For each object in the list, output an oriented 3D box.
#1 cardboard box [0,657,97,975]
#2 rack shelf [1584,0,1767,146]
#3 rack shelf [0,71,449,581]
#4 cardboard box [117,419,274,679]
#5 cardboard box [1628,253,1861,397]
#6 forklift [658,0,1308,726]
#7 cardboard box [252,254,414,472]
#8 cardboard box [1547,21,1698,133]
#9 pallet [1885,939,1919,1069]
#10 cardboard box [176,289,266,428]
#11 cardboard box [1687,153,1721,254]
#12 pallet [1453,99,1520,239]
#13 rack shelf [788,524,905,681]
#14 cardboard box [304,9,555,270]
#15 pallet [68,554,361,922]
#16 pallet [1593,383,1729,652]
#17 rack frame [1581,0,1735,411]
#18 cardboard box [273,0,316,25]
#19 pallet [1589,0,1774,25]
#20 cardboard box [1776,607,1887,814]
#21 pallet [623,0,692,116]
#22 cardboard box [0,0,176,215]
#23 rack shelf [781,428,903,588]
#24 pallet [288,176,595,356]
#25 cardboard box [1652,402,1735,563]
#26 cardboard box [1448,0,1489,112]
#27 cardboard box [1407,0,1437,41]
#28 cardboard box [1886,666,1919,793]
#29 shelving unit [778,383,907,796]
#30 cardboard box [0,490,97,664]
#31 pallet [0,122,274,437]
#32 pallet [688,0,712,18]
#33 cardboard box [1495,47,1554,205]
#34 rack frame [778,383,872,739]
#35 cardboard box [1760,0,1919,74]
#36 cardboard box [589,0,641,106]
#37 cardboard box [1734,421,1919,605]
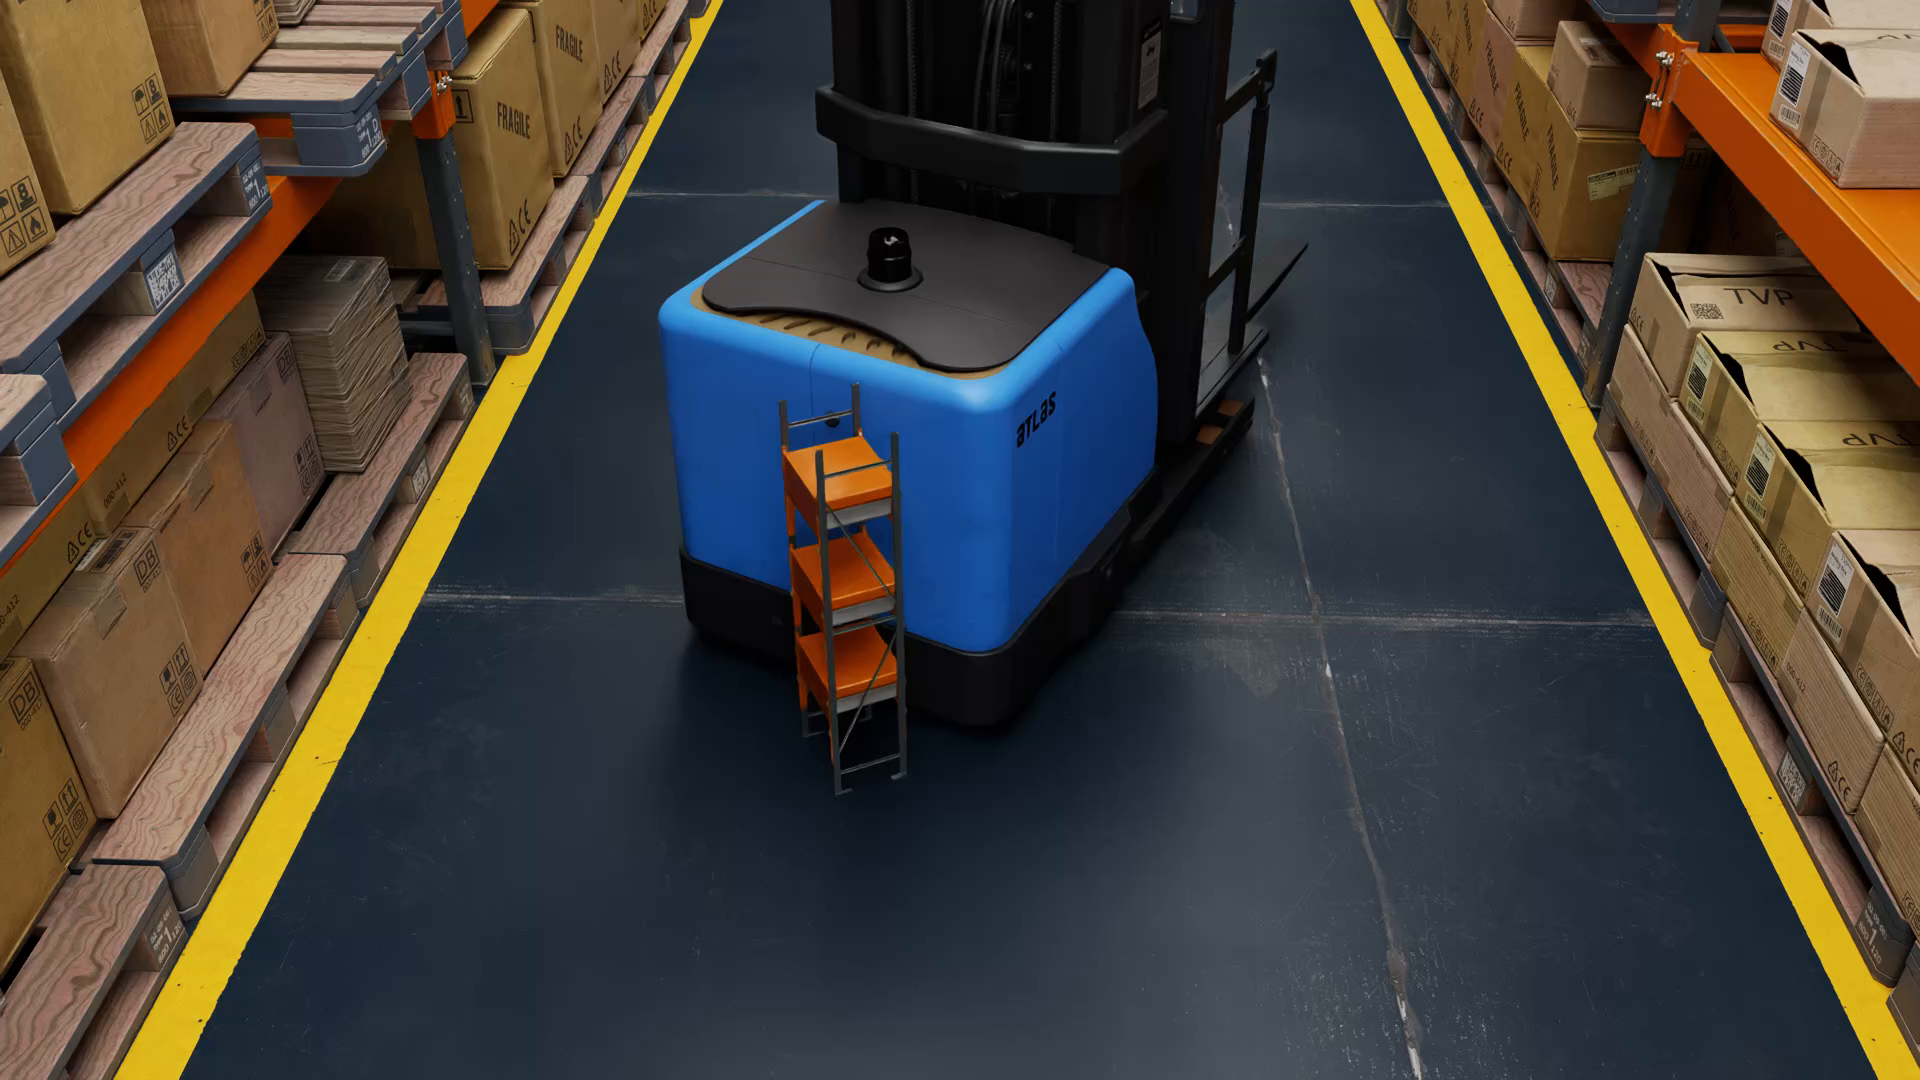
[{"bbox_3d":[-2.387,0.597,3.584,0.700,0.500,0.500,1,35,1],"label":"cardboard box"},{"bbox_3d":[2.820,-2.565,6.917,1.077,0.370,4.000,1,35,2],"label":"rack shelf"},{"bbox_3d":[-2.290,-0.380,3.807,1.077,0.370,4.000,1,35,2],"label":"rack shelf"},{"bbox_3d":[-2.315,0.014,4.413,0.700,0.500,0.500,1,35,2],"label":"cardboard box"},{"bbox_3d":[2.426,-0.693,5.166,0.500,0.311,0.500,2,35,3],"label":"cardboard box"},{"bbox_3d":[0.353,-1.533,4.882,1.130,2.935,3.031,17,39,23],"label":"forklift"},{"bbox_3d":[-2.187,-0.565,5.237,0.700,0.500,0.500,2,35,3],"label":"cardboard box"},{"bbox_3d":[2.541,-1.750,6.271,0.500,0.250,0.500,3,35,4],"label":"cardboard box"},{"bbox_3d":[2.570,1.304,3.211,1.003,0.211,1.213,1,35,2],"label":"pallet"},{"bbox_3d":[-2.272,-0.546,4.558,0.500,0.250,0.500,2,35,3],"label":"cardboard box"},{"bbox_3d":[3.059,-1.424,6.459,0.500,0.500,0.500,0,35,0],"label":"cardboard box"},{"bbox_3d":[2.860,-1.697,7.481,1.003,0.211,1.213,1,35,2],"label":"pallet"},{"bbox_3d":[-0.282,0.153,4.137,0.215,0.259,0.240,-15,38,-20],"label":"rack shelf"},{"bbox_3d":[-2.049,-1.535,6.329,0.750,0.750,0.750,1,35,1],"label":"cardboard box"},{"bbox_3d":[-2.294,0.466,4.403,1.003,0.211,1.213,1,35,2],"label":"pallet"},{"bbox_3d":[2.668,-0.098,5.206,1.003,0.211,1.213,1,35,2],"label":"pallet"},{"bbox_3d":[2.740,-1.711,5.075,1.000,3.000,0.127,1,35,2],"label":"rack frame"},{"bbox_3d":[-2.219,-1.774,4.695,0.700,0.500,0.500,-3,35,-4],"label":"cardboard box"},{"bbox_3d":[2.697,-2.023,5.687,1.213,0.211,1.003,1,35,2],"label":"pallet"},{"bbox_3d":[2.370,0.419,4.071,0.500,0.250,0.500,2,35,3],"label":"cardboard box"},{"bbox_3d":[-2.005,-2.535,8.674,1.003,0.211,1.213,1,35,2],"label":"pallet"},{"bbox_3d":[-2.247,-1.057,3.676,0.700,0.500,0.500,1,35,2],"label":"cardboard box"},{"bbox_3d":[-0.282,-0.079,3.974,0.215,0.259,0.240,-15,38,-20],"label":"rack shelf"},{"bbox_3d":[-2.103,-1.133,6.679,1.003,0.211,1.213,1,35,2],"label":"pallet"},{"bbox_3d":[2.406,-0.175,4.916,0.500,0.250,0.500,0,35,1],"label":"cardboard box"},{"bbox_3d":[2.600,-2.300,7.706,0.500,0.500,0.500,2,35,2],"label":"cardboard box"},{"bbox_3d":[2.638,-2.894,8.550,0.500,0.500,0.500,0,35,0],"label":"cardboard box"},{"bbox_3d":[2.346,0.486,3.488,0.500,0.311,0.500,1,35,2],"label":"cardboard box"},{"bbox_3d":[-0.282,0.145,4.131,0.215,1.050,0.252,-15,38,-20],"label":"shelving unit"},{"bbox_3d":[-2.326,0.036,3.730,0.500,0.250,0.500,0,35,1],"label":"cardboard box"},{"bbox_3d":[-2.248,-0.606,3.671,1.003,0.211,1.213,1,35,2],"label":"pallet"},{"bbox_3d":[-1.940,-3.415,9.926,1.003,0.211,1.213,1,35,2],"label":"pallet"},{"bbox_3d":[2.564,-1.708,6.863,0.500,0.500,0.500,0,35,0],"label":"cardboard box"},{"bbox_3d":[-0.333,0.081,4.222,0.200,1.050,0.008,-15,38,-20],"label":"rack frame"},{"bbox_3d":[2.682,-1.466,4.805,0.500,0.311,0.500,3,35,5],"label":"cardboard box"},{"bbox_3d":[-1.978,-2.526,7.740,0.750,0.750,0.750,2,35,3],"label":"cardboard box"},{"bbox_3d":[2.390,-0.098,4.319,0.500,0.311,0.500,0,35,1],"label":"cardboard box"}]
